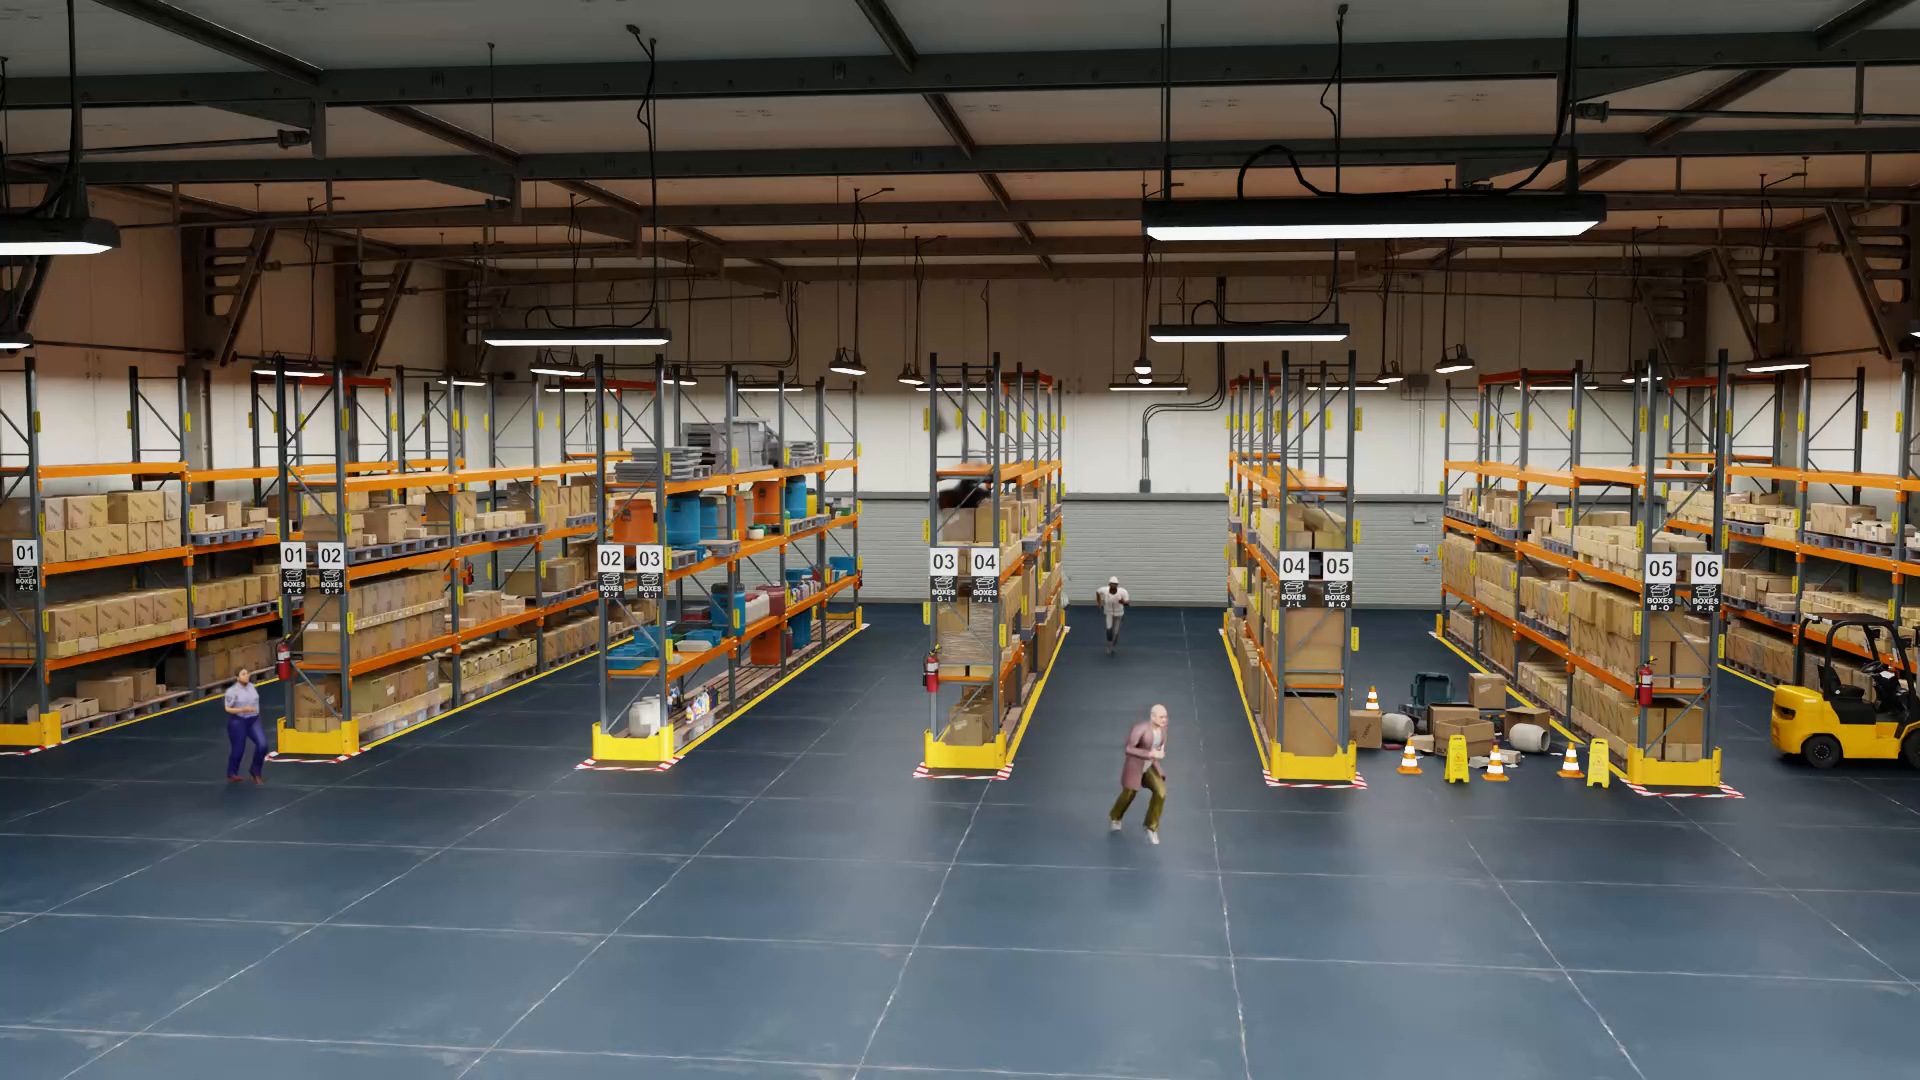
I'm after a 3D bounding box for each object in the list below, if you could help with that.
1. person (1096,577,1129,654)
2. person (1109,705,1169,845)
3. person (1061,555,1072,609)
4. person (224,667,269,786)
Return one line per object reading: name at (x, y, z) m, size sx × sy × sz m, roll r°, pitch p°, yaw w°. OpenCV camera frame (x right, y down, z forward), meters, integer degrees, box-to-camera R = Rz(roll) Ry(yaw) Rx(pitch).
person at (3.279, 1.608, 35.687) m, size 0.682 × 1.678 × 0.892 m, roll 0°, pitch 4°, yaw 1°
person at (2.164, 2.785, 19.964) m, size 0.752 × 1.732 × 1.072 m, roll -3°, pitch 5°, yaw -33°
person at (2.415, 1.210, 41.215) m, size 0.701 × 1.777 × 0.655 m, roll 2°, pitch 4°, yaw 21°
person at (-9.841, 2.623, 22.890) m, size 0.718 × 1.603 × 0.580 m, roll 3°, pitch 5°, yaw 34°
